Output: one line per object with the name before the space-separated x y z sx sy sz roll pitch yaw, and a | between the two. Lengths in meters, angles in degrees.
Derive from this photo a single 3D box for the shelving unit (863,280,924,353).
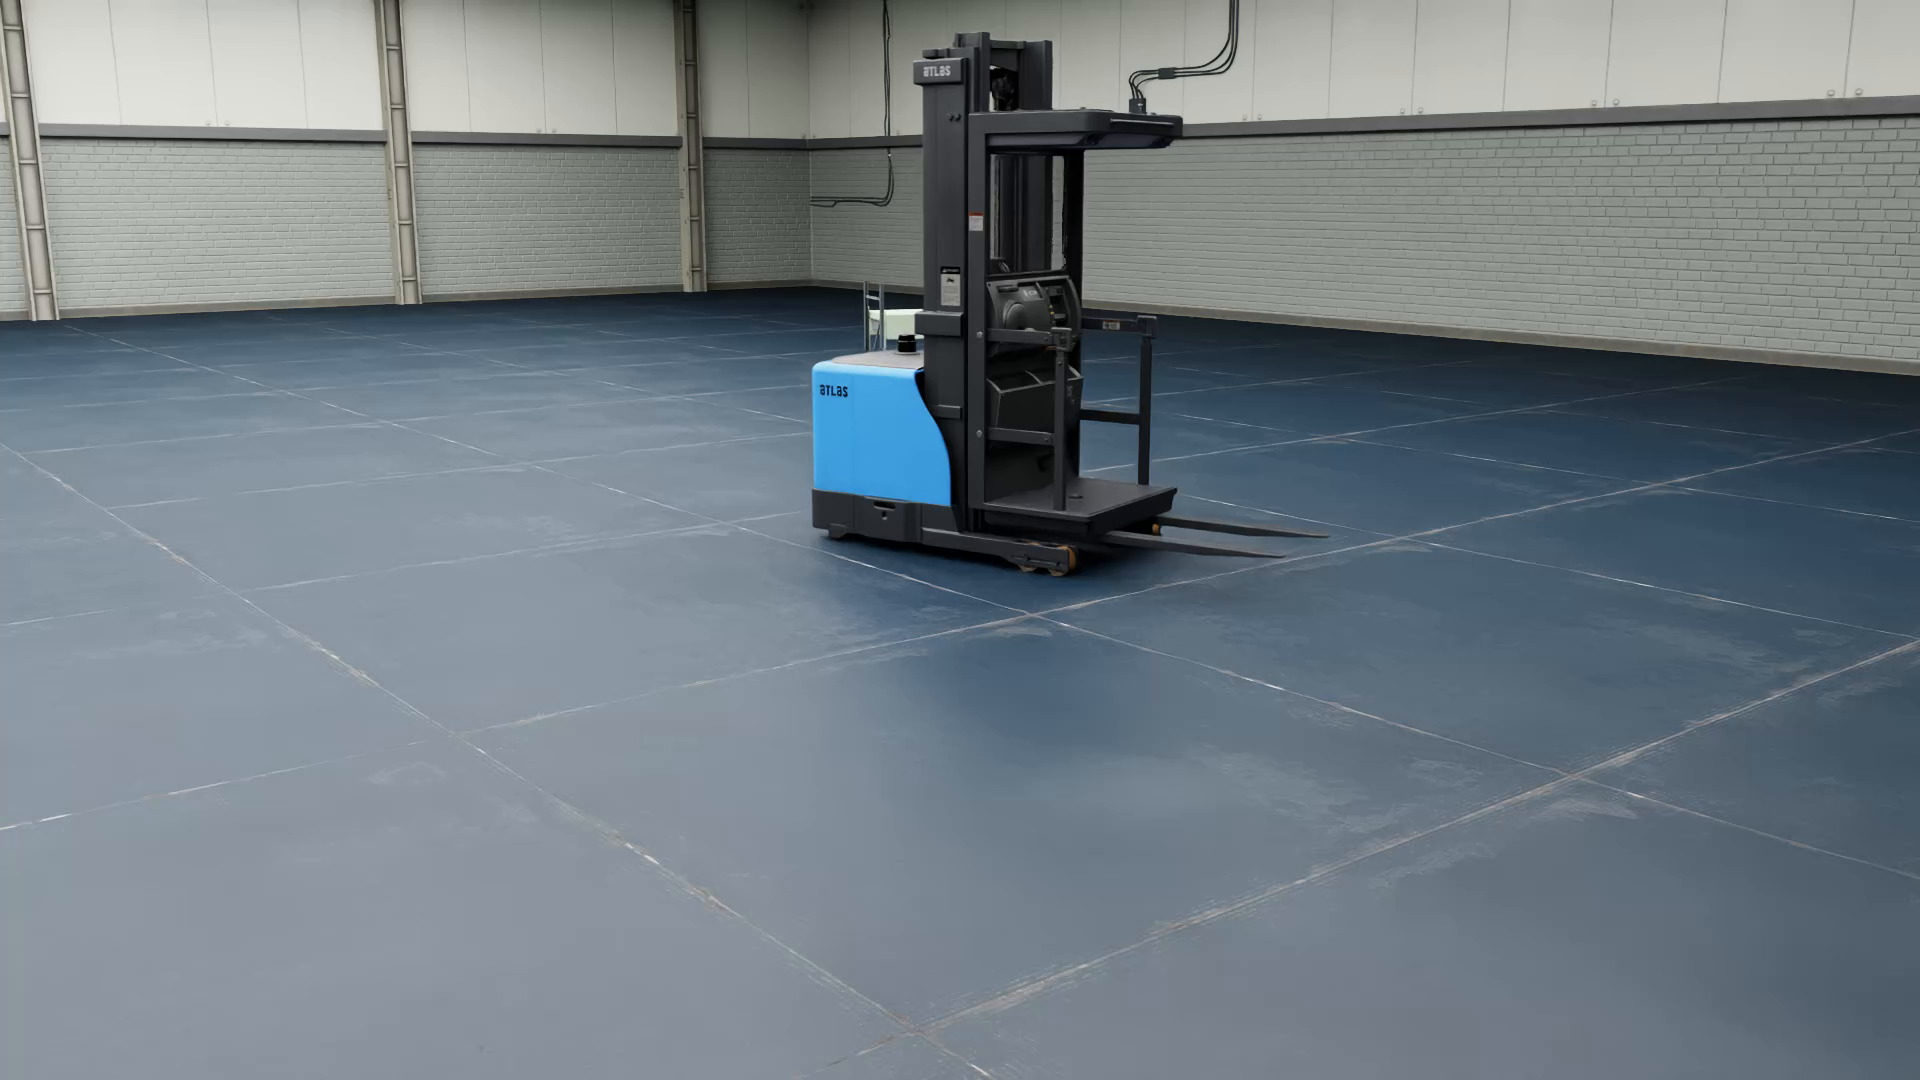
shelving unit | -0.218 -0.973 11.102 0.755 1.500 0.431 -4 13 -19

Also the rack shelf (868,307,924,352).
rack shelf | -0.218 -1.355 11.021 0.720 0.370 0.431 -4 13 -19

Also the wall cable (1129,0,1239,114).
wall cable | 3.584 -9.817 26.511 0.169 6.003 2.305 -9 15 -38

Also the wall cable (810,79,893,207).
wall cable | -2.335 -8.177 34.448 0.112 2.526 3.097 -9 15 -38

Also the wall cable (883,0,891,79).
wall cable | -0.645 -10.209 31.857 0.112 2.526 3.097 -9 15 -38

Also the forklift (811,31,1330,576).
forklift | 0.602 -1.360 9.477 3.031 2.935 1.130 8 14 33

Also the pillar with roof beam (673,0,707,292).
pillar with roof beam | -2.772 -8.830 30.047 0.400 9.000 9.100 -9 15 -38

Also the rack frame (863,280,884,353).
rack frame | -0.563 -0.948 10.983 0.023 1.500 0.400 -4 13 -19

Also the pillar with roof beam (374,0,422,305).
pillar with roof beam | -7.457 -8.051 26.380 0.400 9.000 9.100 -9 15 -38

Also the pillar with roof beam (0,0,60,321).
pillar with roof beam | -12.142 -7.273 22.714 0.400 9.000 9.100 -9 15 -38
